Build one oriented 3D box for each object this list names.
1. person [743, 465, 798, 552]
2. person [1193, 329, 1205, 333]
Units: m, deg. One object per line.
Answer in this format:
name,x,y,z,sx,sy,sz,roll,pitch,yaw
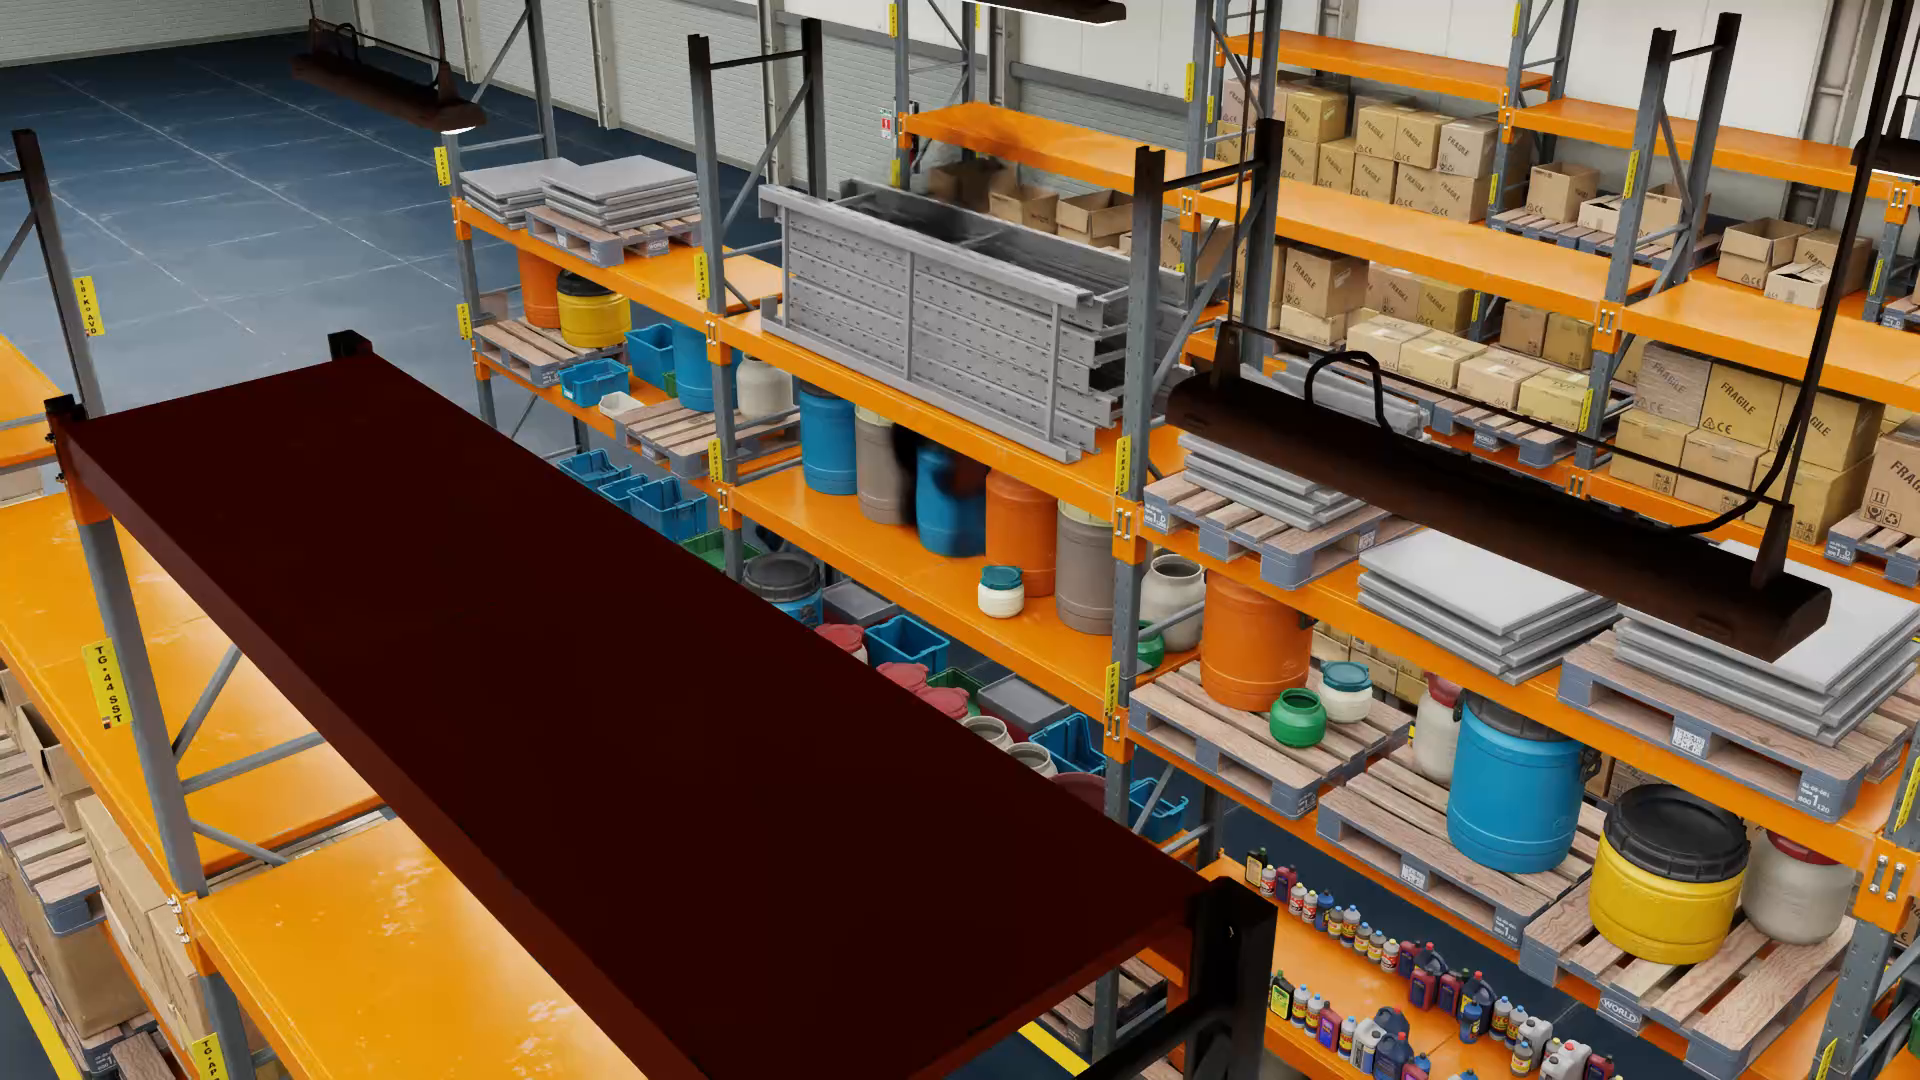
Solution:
person,-1.811,-0.265,16.326,0.663,1.593,0.508,9,28,16
person,2.643,-1.539,18.610,0.897,1.803,0.681,15,30,27
